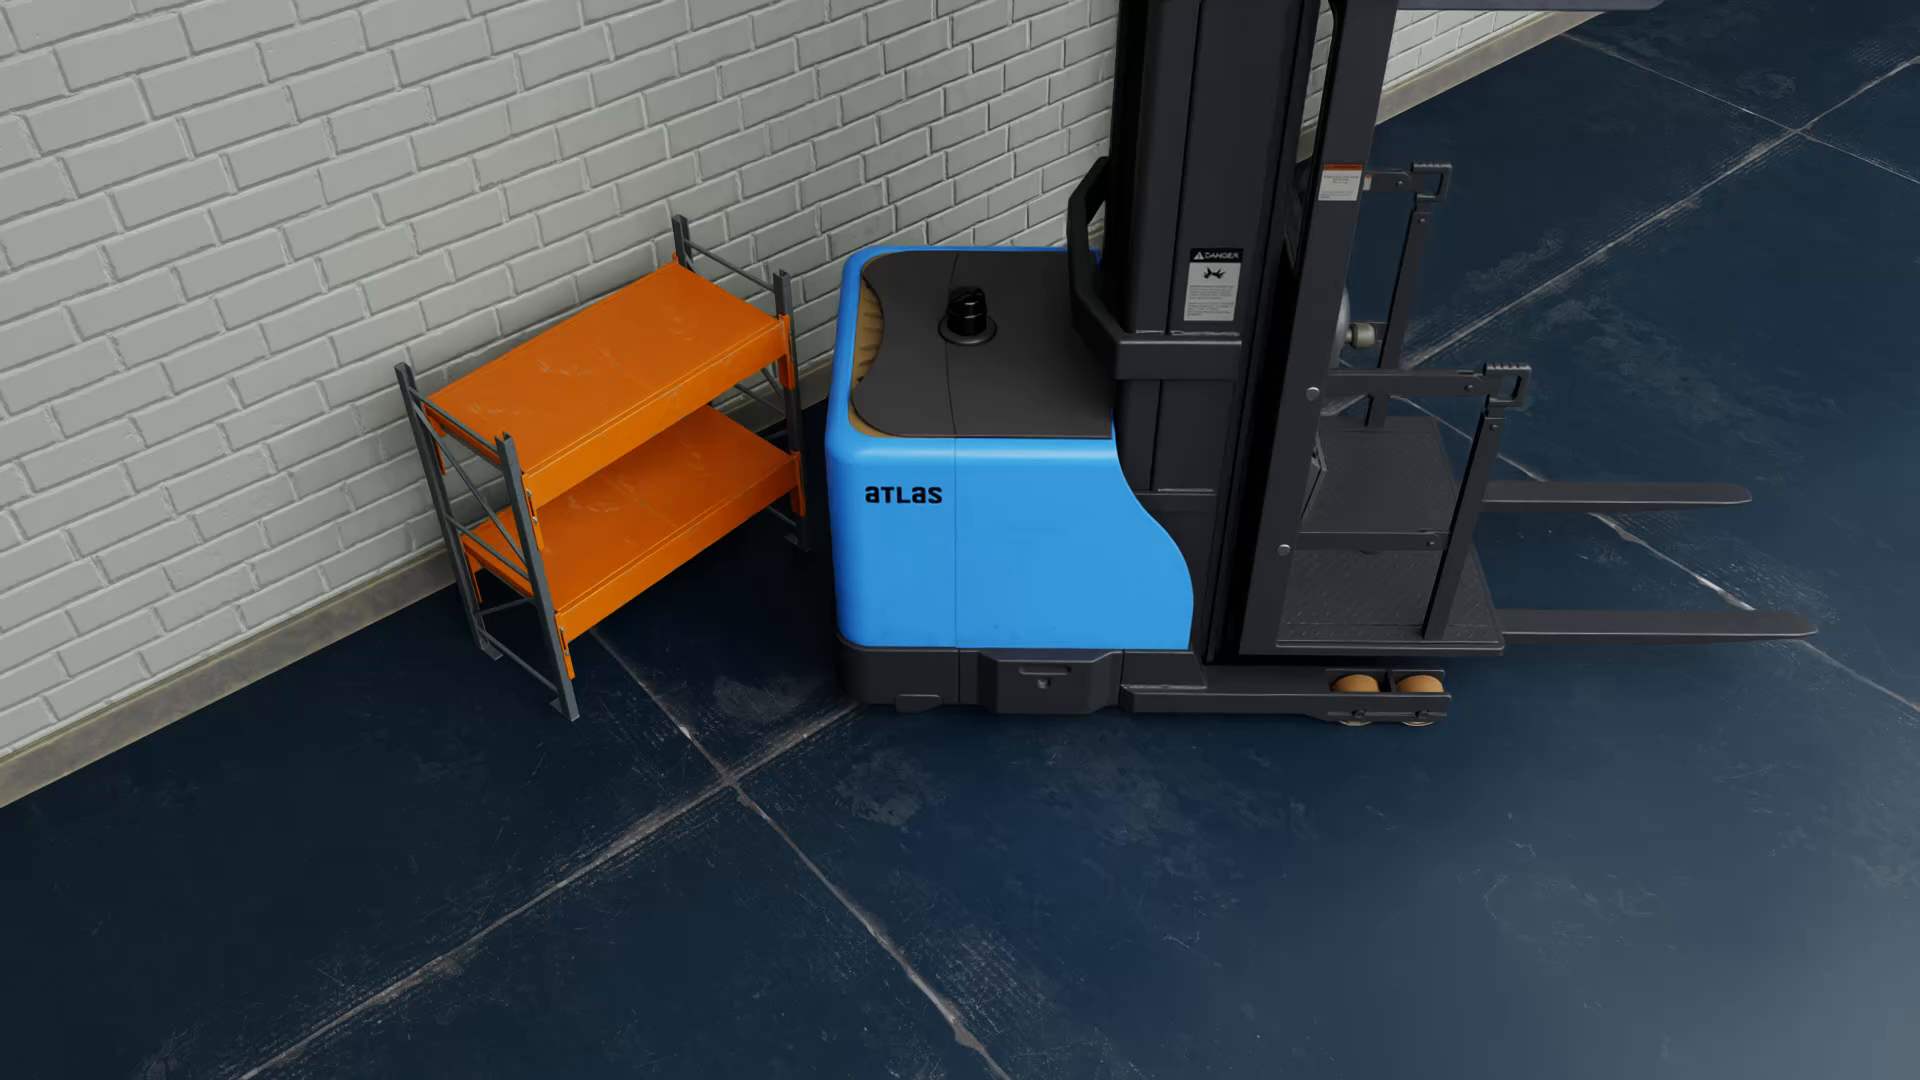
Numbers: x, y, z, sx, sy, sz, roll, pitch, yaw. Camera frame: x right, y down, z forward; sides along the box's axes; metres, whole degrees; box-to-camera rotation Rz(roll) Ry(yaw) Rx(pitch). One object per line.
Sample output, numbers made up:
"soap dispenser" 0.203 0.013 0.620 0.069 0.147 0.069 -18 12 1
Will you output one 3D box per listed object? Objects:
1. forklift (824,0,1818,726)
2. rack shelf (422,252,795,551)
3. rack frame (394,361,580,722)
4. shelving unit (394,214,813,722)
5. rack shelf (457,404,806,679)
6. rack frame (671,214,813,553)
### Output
"forklift" 1.137 -0.862 4.527 3.031 2.935 1.130 0 43 0
"rack shelf" -1.040 -0.440 4.970 0.538 0.278 1.000 31 51 29
"rack frame" -1.378 0.033 4.893 0.500 1.125 0.032 31 51 29
"shelving unit" -1.040 -0.227 5.170 0.538 1.125 1.048 31 51 29
"rack shelf" -1.040 -0.049 5.338 0.538 0.278 1.000 31 51 29
"rack frame" -0.702 -0.487 5.447 0.500 1.125 0.032 31 51 29
